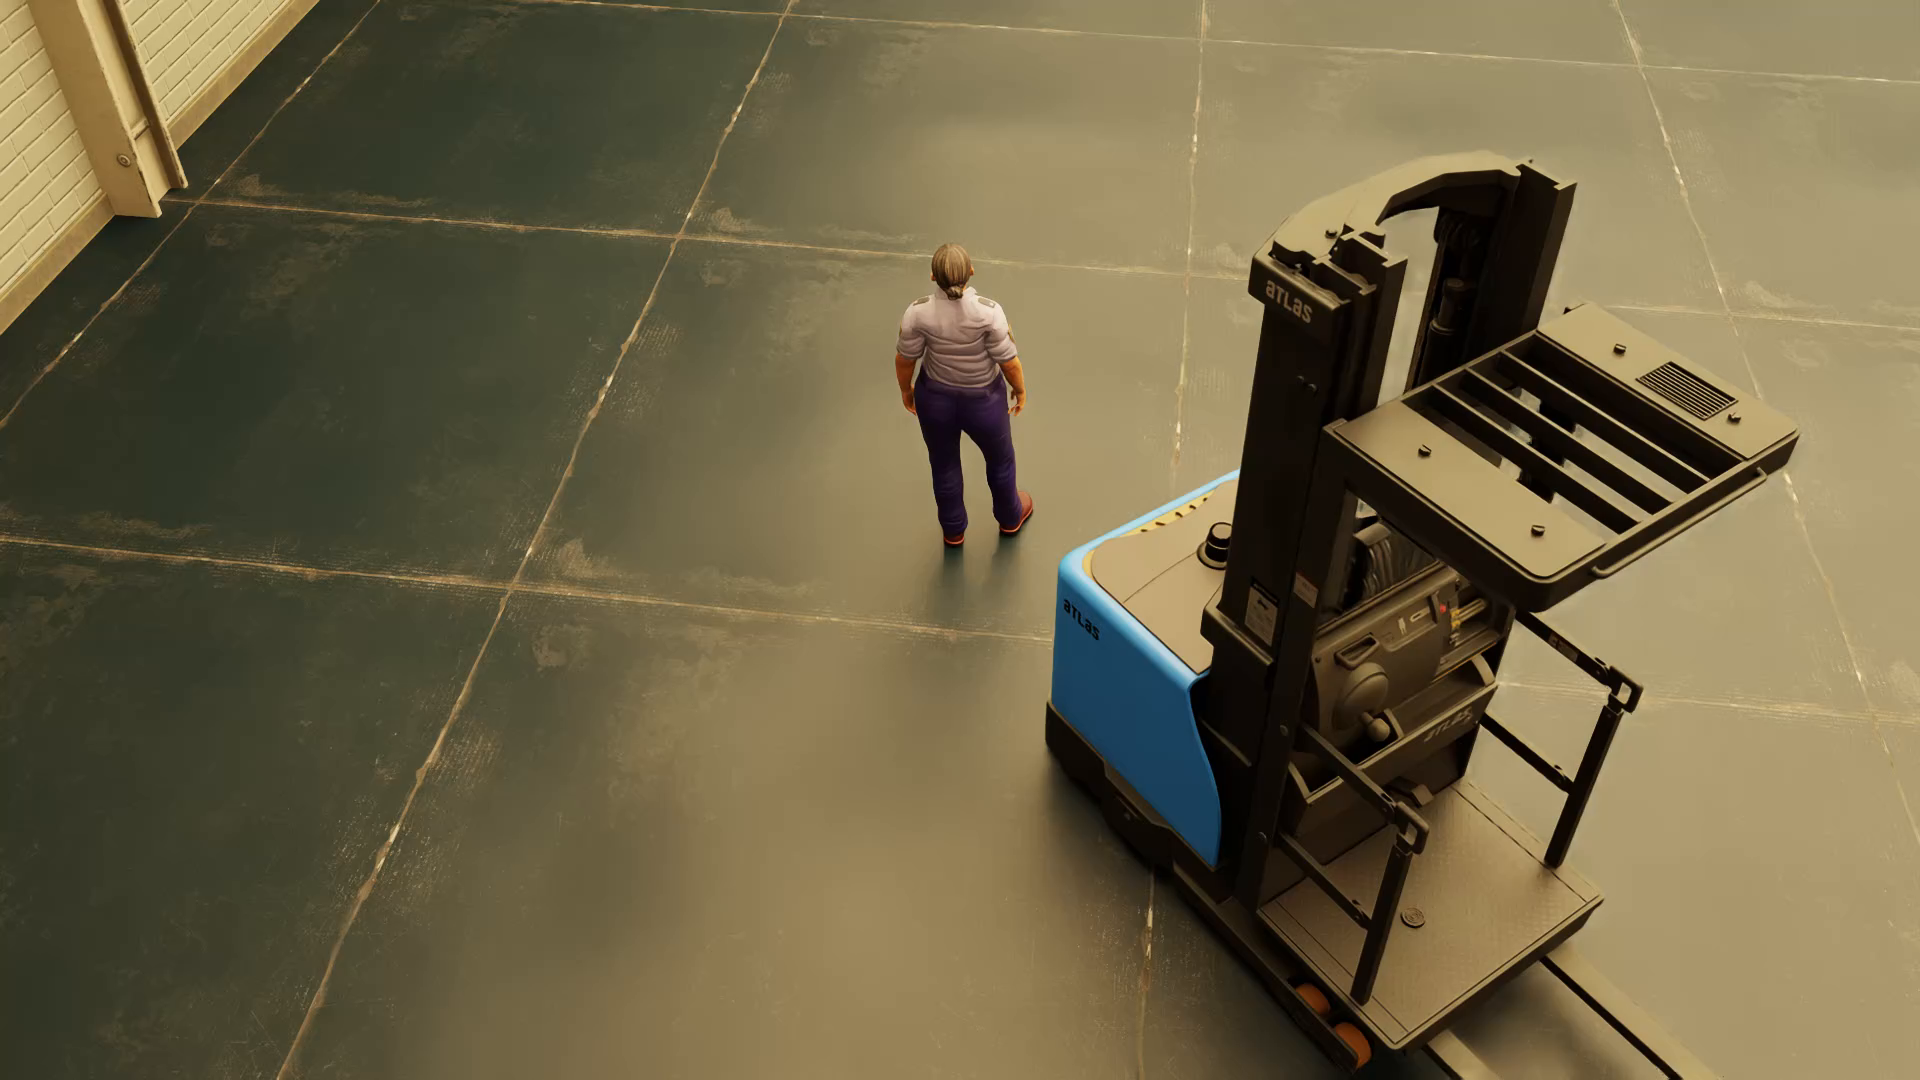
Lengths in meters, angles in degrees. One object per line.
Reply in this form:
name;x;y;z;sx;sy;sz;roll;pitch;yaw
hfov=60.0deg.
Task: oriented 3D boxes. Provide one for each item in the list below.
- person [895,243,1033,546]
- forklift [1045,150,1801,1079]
person;0.034;-0.670;7.391;0.599;1.650;0.503;5;43;6
forklift;1.610;0.408;5.281;1.130;2.935;3.031;-25;48;-25
